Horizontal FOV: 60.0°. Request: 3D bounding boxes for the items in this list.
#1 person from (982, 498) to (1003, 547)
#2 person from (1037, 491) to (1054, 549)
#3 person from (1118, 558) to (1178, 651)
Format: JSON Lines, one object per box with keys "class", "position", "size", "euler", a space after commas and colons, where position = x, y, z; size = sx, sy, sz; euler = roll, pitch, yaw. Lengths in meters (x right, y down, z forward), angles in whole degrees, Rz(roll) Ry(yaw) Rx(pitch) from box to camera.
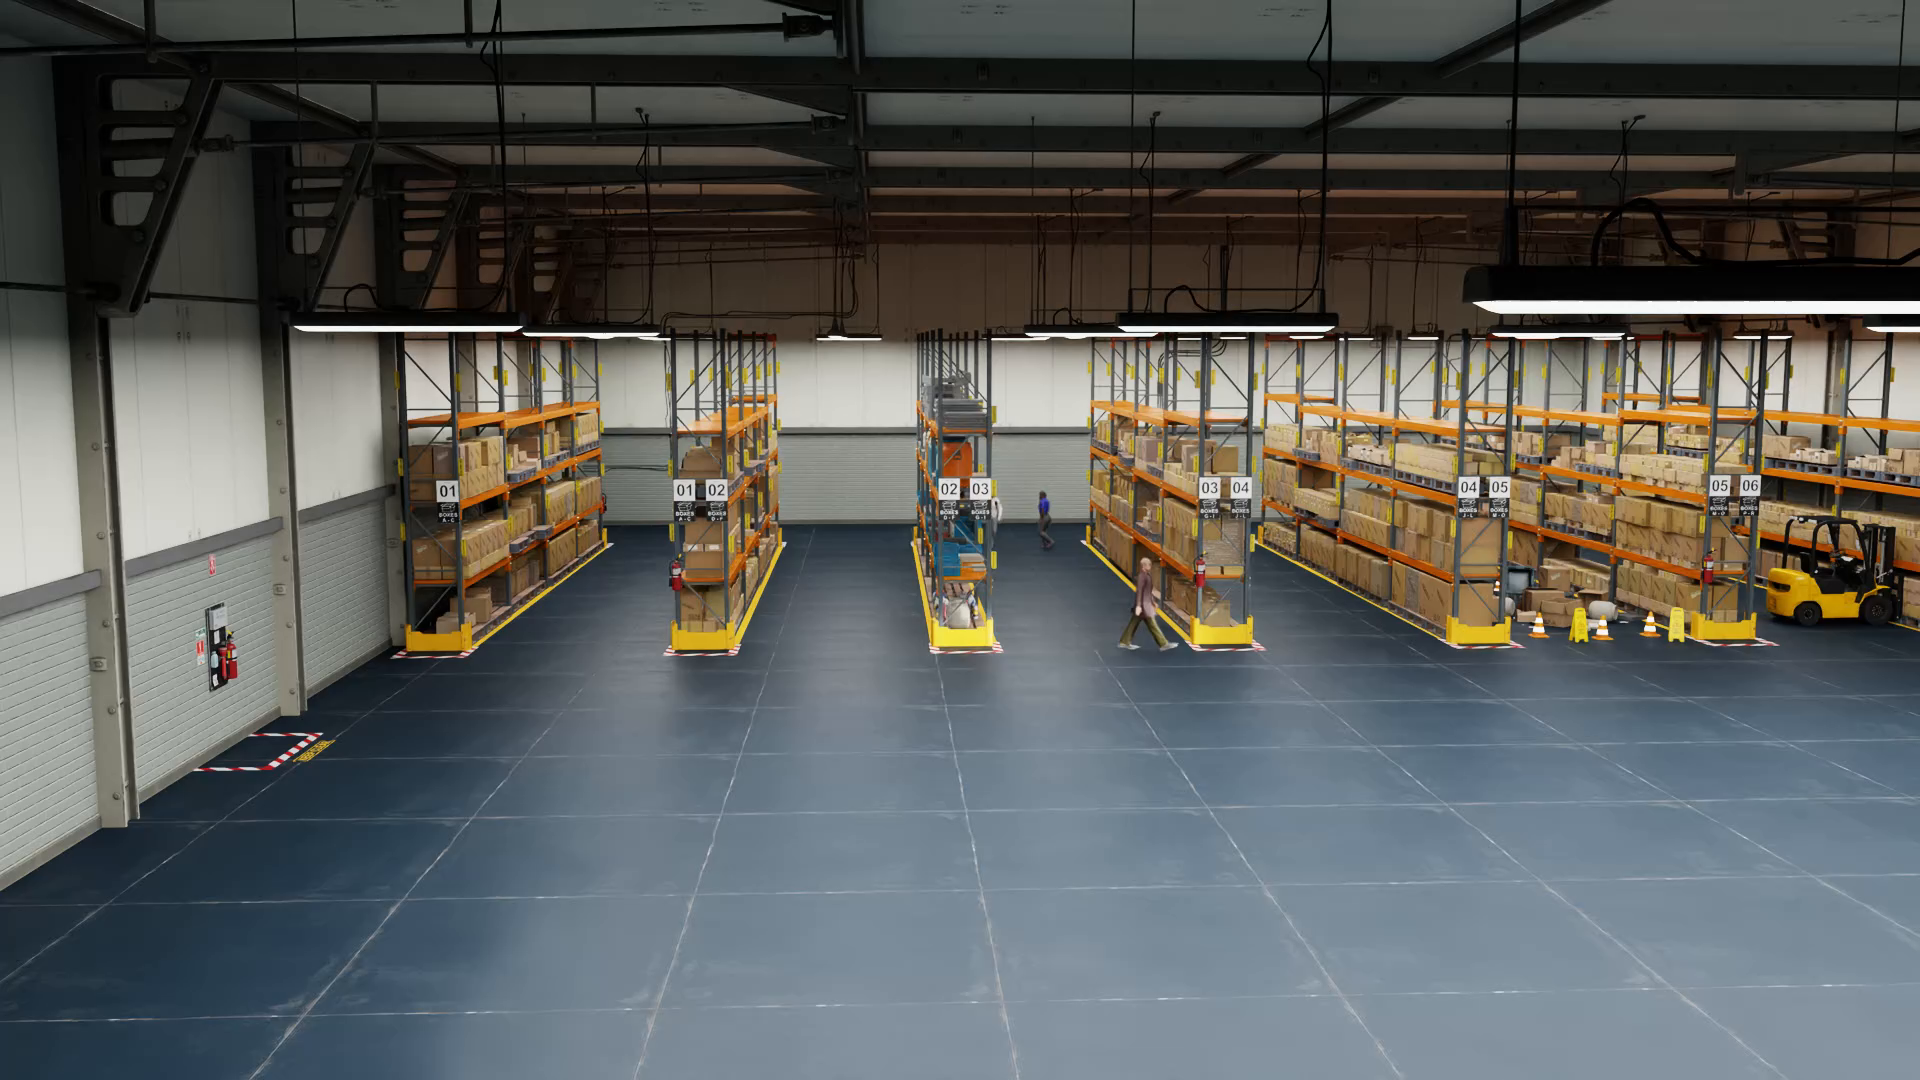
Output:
{"class": "person", "position": [0.885, -0.640, 47.173], "size": [0.644, 1.636, 0.565], "euler": [-1, 7, -9]}
{"class": "person", "position": [2.396, -0.565, 46.556], "size": [0.595, 1.634, 0.525], "euler": [4, 8, 30]}
{"class": "person", "position": [3.500, 1.196, 30.962], "size": [1.096, 1.725, 0.610], "euler": [0, 7, 2]}
